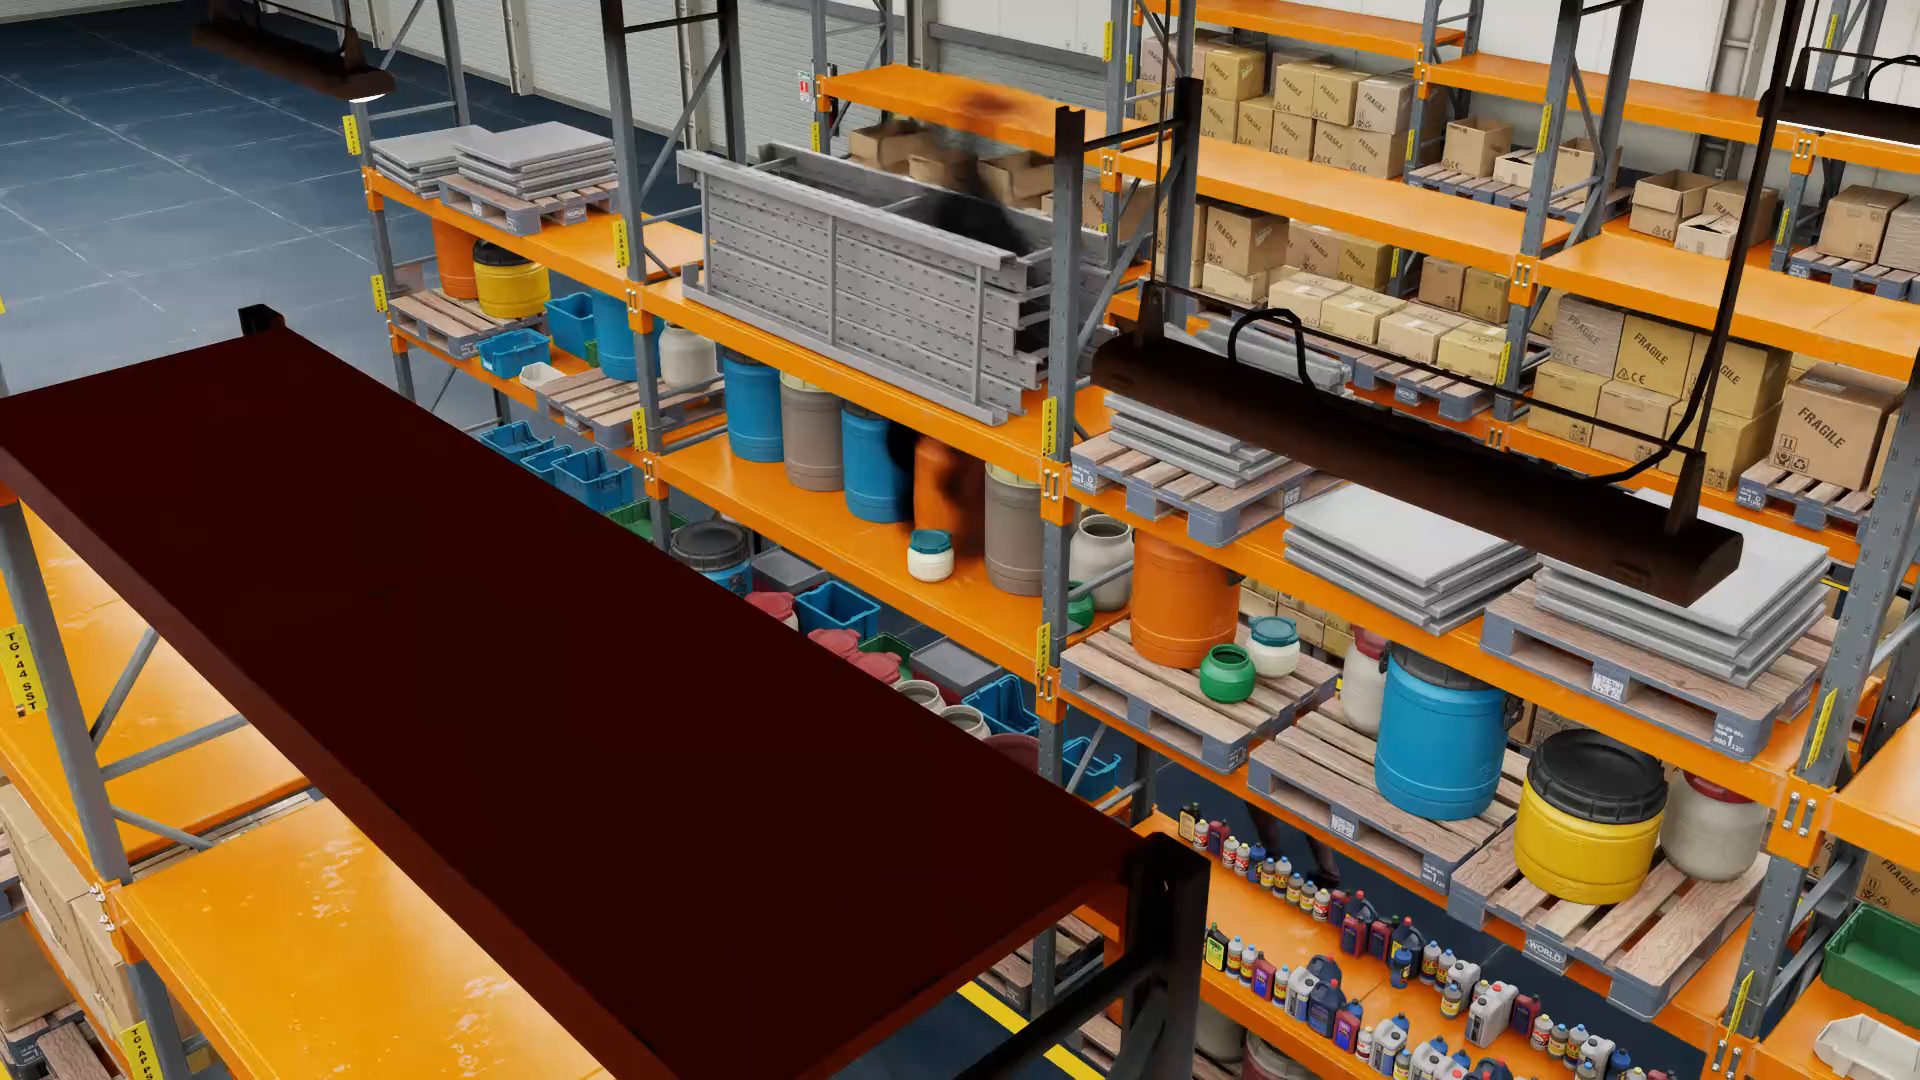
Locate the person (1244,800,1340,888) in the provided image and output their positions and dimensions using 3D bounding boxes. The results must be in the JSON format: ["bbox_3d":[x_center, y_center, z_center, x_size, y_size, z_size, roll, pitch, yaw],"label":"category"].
[{"bbox_3d":[2.409,1.724,11.843,0.832,1.742,0.676,22,35,35],"label":"person"}]

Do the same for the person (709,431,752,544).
[{"bbox_3d":[-2.183,-0.262,15.674,0.561,1.607,0.673,-17,32,-28],"label":"person"}]
